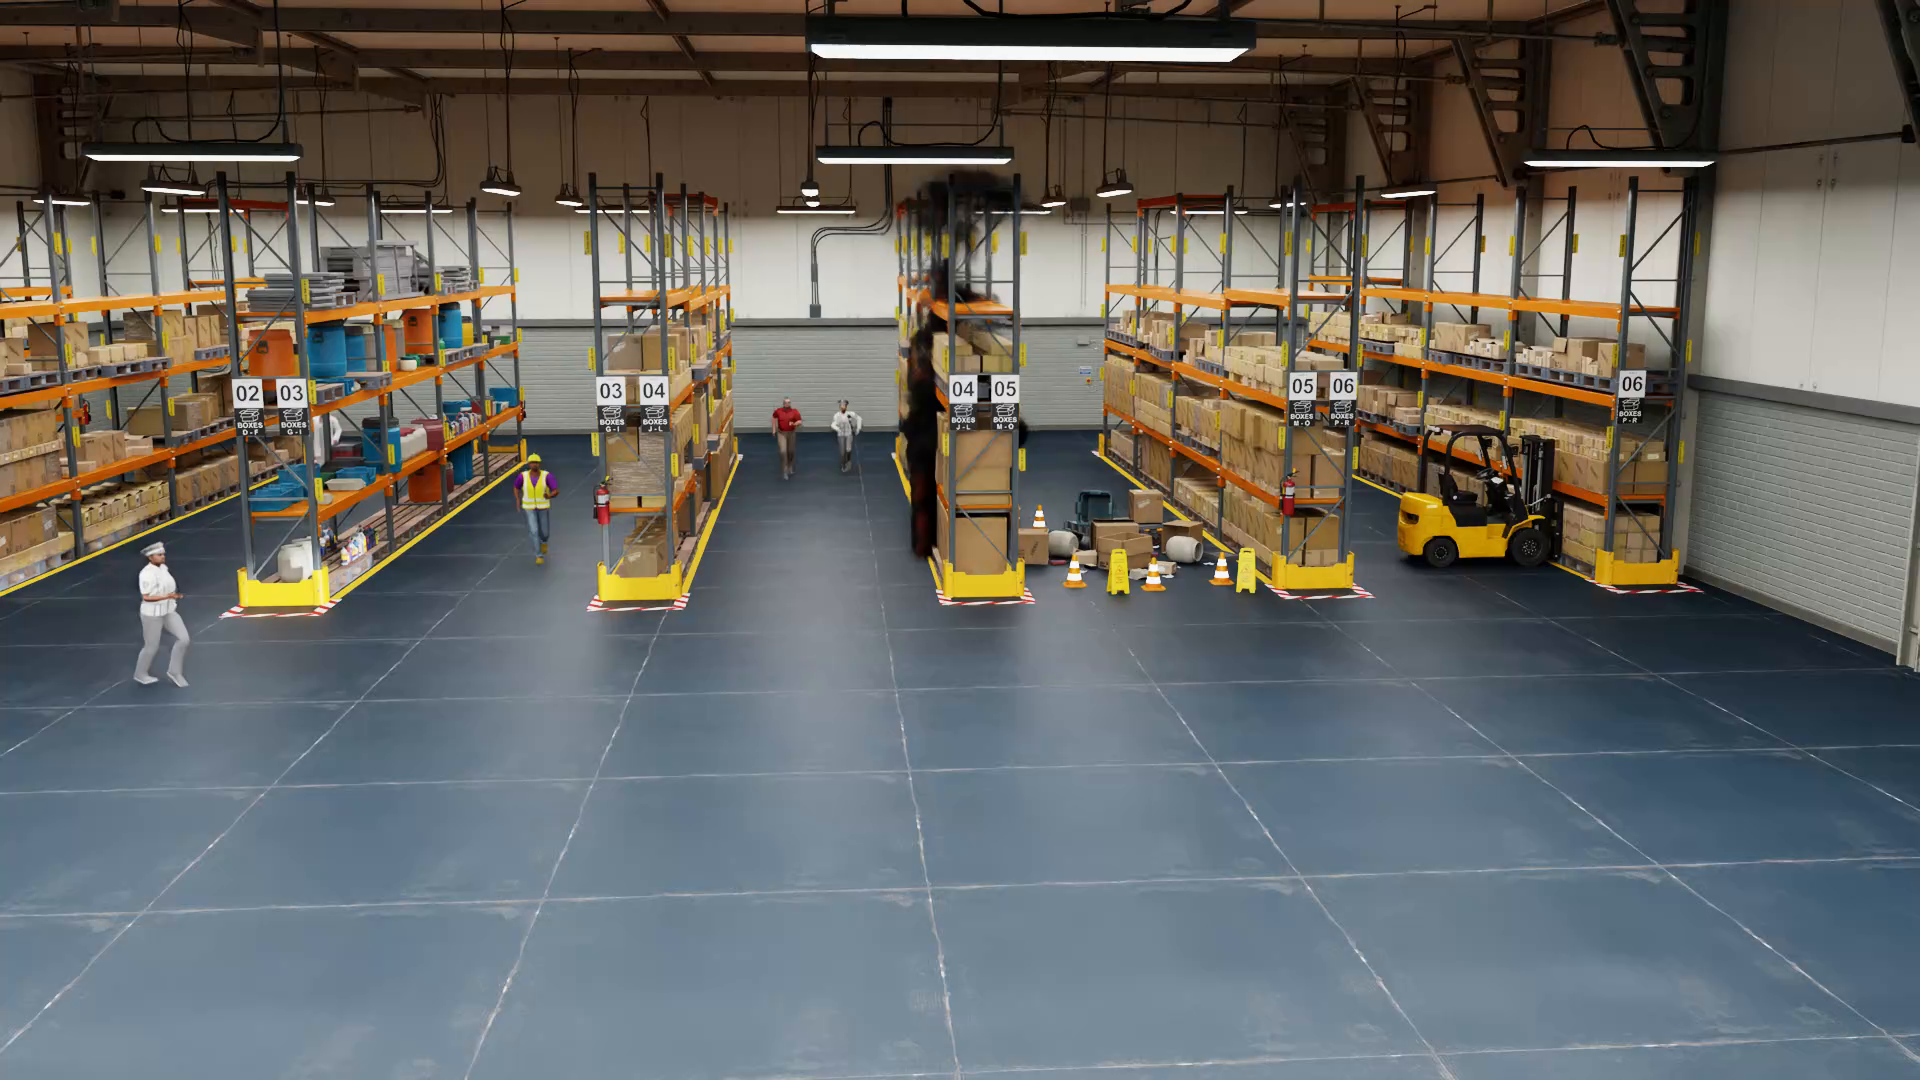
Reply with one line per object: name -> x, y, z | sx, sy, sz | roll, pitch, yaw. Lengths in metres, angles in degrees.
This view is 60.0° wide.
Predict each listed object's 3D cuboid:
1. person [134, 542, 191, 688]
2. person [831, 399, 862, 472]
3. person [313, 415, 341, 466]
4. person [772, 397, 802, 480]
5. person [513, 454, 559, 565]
person -> -9.124, 0.868, 18.988 | 0.765, 1.733, 0.523 | 3, 10, 17
person -> -2.526, -2.302, 36.894 | 0.631, 1.642, 0.780 | 1, 10, 6
person -> -13.374, -1.977, 34.909 | 0.733, 1.739, 0.618 | -2, 10, -12
person -> -3.776, -2.231, 36.363 | 0.634, 1.788, 0.892 | -2, 10, -10
person -> -6.755, -0.510, 26.545 | 0.705, 1.742, 0.831 | -2, 10, -14
